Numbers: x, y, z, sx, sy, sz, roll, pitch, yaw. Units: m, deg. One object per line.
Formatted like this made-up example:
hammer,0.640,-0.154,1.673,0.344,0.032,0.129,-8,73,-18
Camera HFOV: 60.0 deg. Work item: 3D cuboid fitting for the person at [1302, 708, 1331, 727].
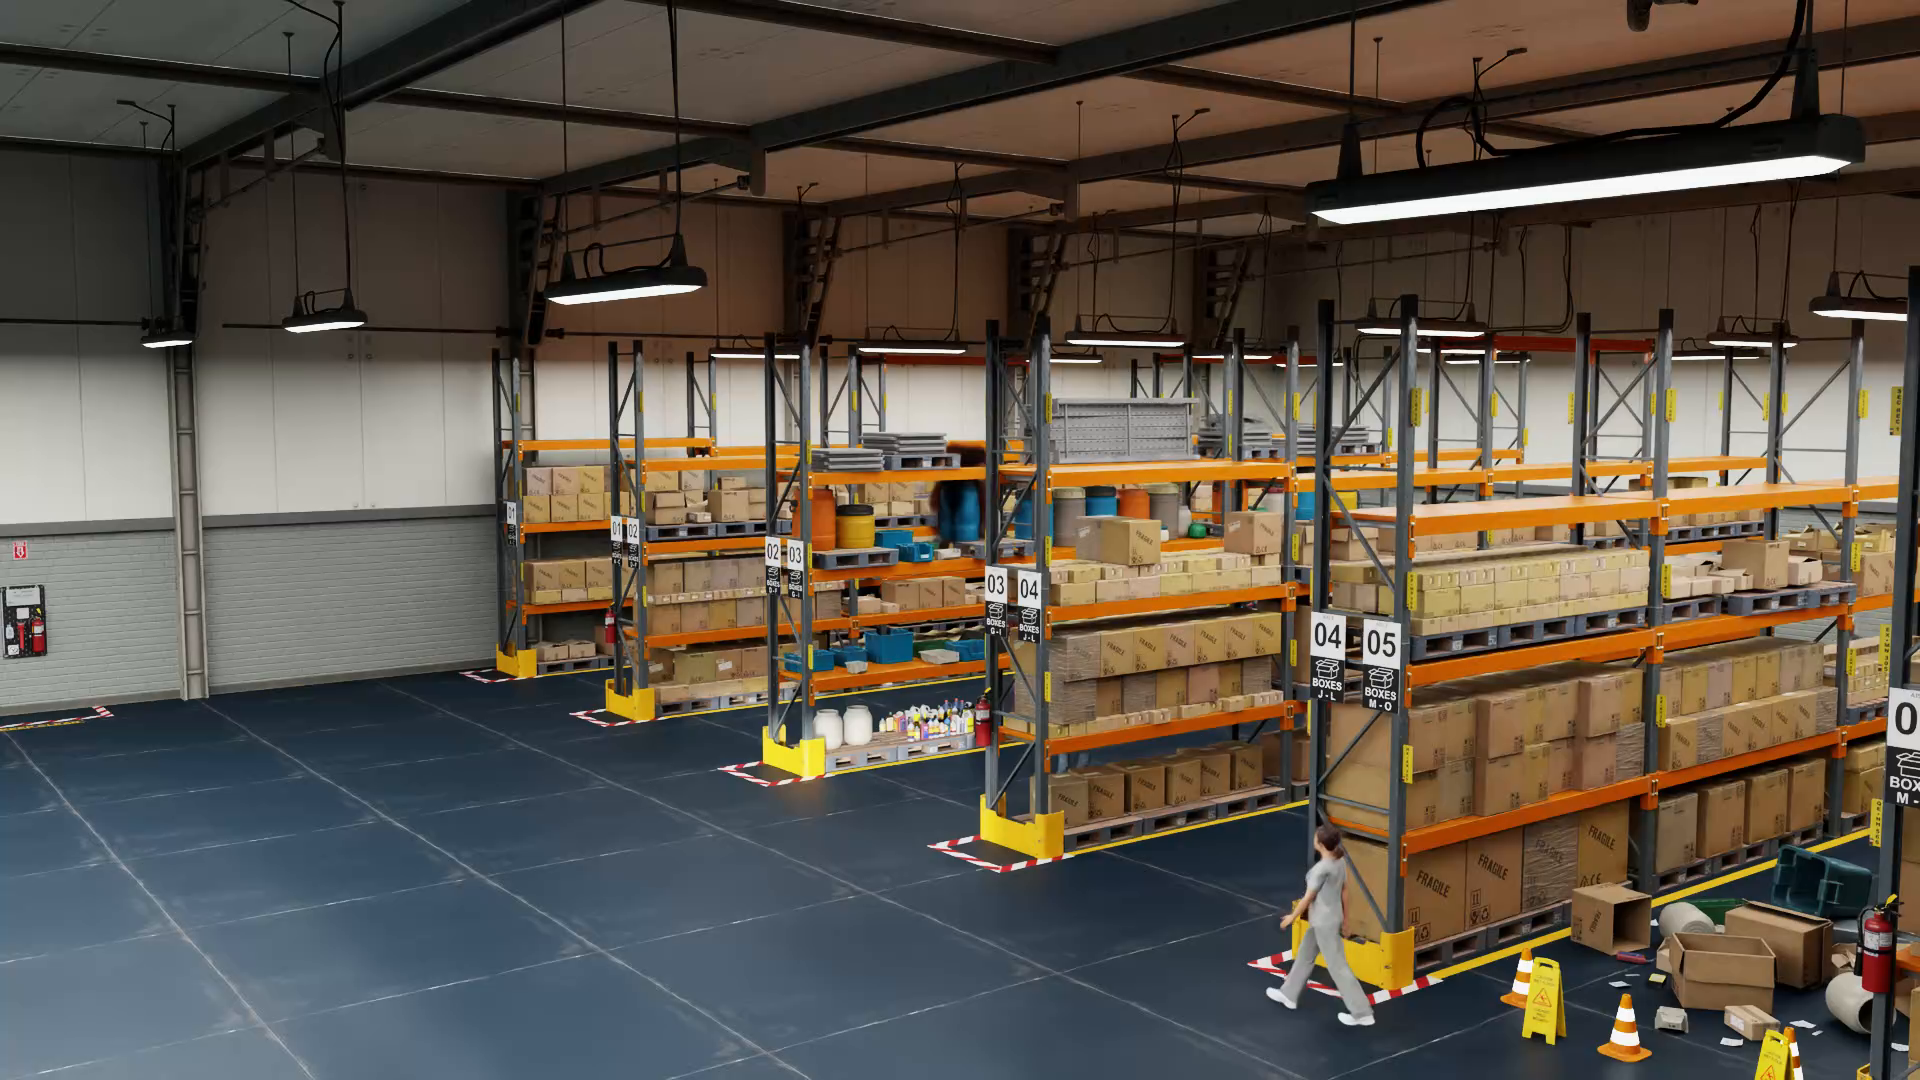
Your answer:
person,5.431,2.193,24.683,0.982,1.650,0.488,-4,6,-36

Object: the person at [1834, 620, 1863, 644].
person,13.739,2.069,25.743,1.018,1.682,0.535,-4,6,-39

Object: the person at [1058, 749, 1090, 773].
person,1.398,2.430,21.297,0.691,1.816,0.510,1,5,15

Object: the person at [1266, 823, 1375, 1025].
person,2.961,3.135,13.697,0.996,1.621,0.447,3,6,30
